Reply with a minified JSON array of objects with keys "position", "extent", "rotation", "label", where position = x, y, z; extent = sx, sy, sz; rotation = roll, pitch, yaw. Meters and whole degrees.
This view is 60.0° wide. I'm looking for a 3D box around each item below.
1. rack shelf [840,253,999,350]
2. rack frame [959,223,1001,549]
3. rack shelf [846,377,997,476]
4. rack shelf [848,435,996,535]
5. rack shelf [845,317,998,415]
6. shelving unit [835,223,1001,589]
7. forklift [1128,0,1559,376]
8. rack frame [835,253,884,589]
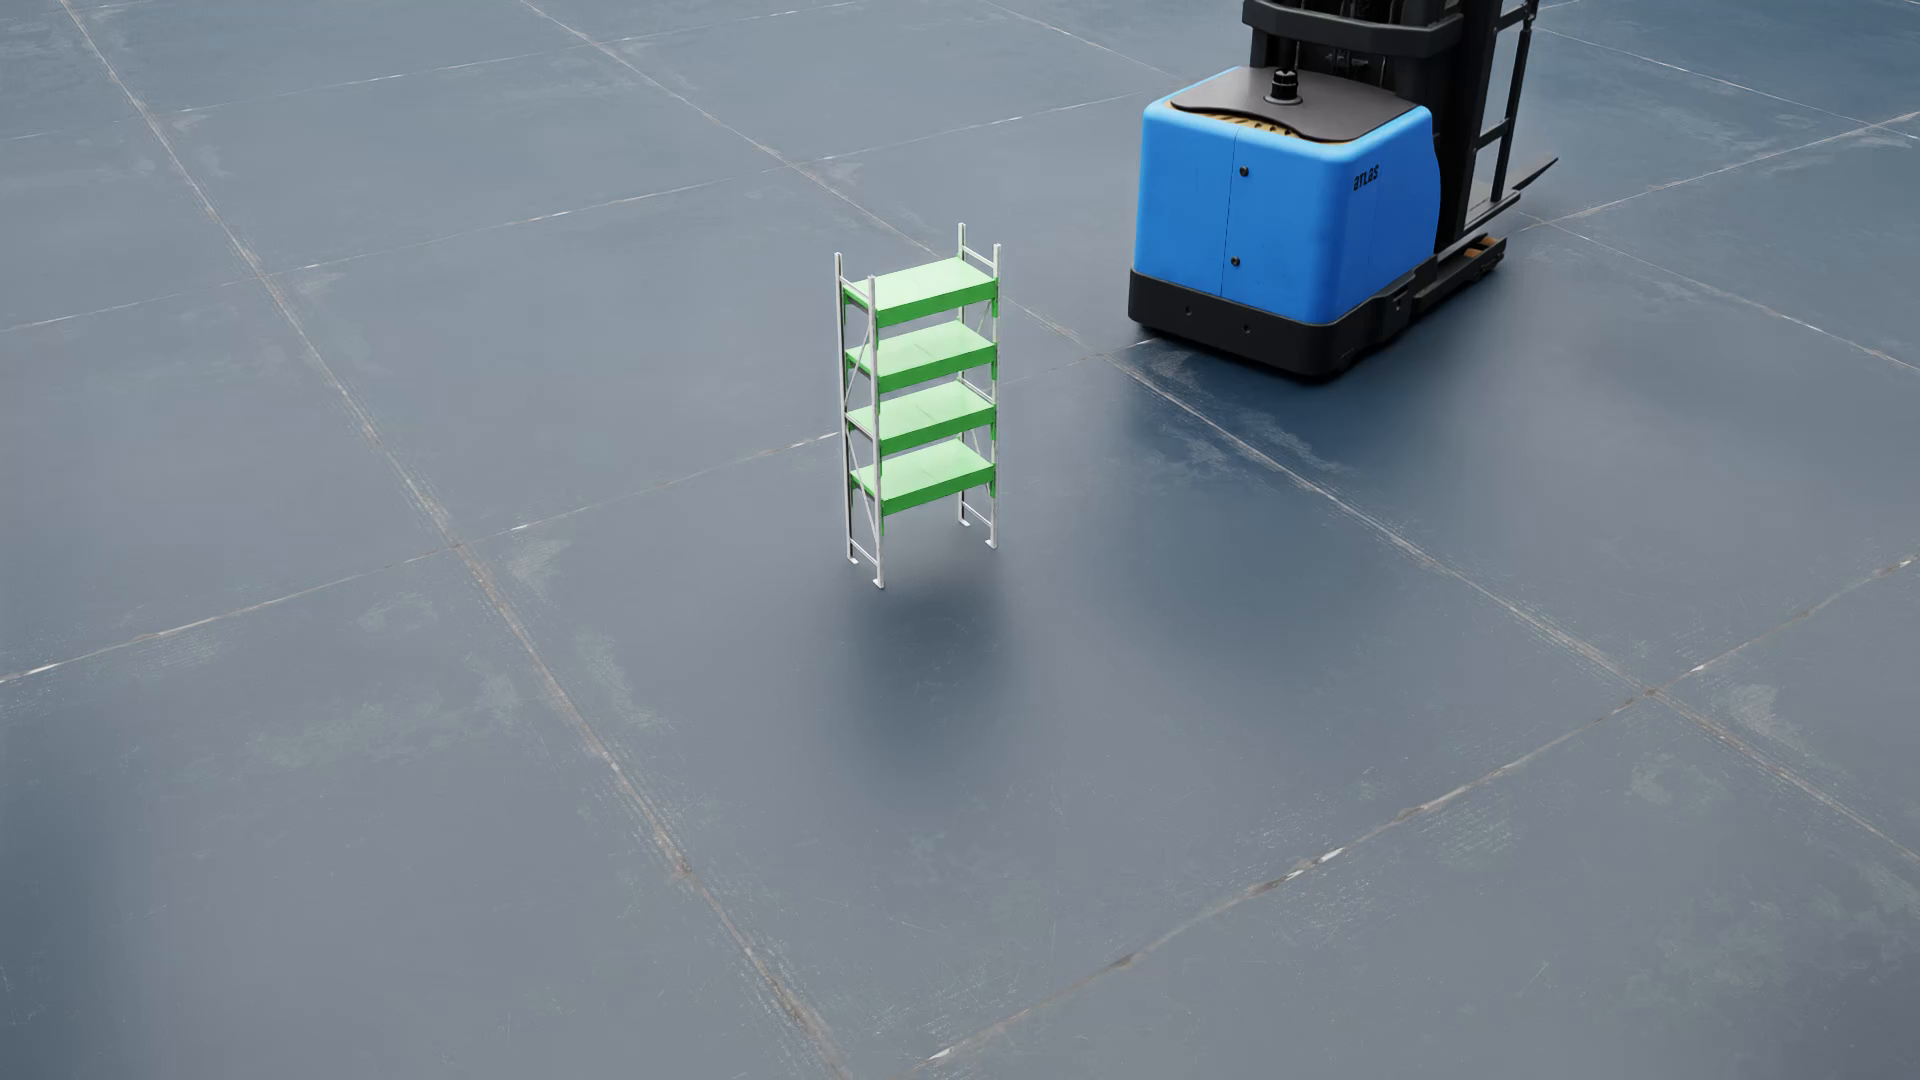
[{"position":[-0.139,-0.812,5.632],"extent":[0.480,0.148,0.258],"rotation":[-19,37,-27],"label":"rack shelf"},{"position":[0.066,-0.530,5.966],"extent":[0.015,1.200,0.240],"rotation":[-19,37,-27],"label":"rack frame"},{"position":[-0.139,-0.406,5.888],"extent":[0.480,0.148,0.258],"rotation":[-19,37,-27],"label":"rack shelf"},{"position":[-0.139,-0.203,6.016],"extent":[0.480,0.148,0.258],"rotation":[-19,37,-27],"label":"rack shelf"},{"position":[-0.139,-0.609,5.760],"extent":[0.480,0.148,0.258],"rotation":[-19,37,-27],"label":"rack shelf"},{"position":[-0.139,-0.460,5.854],"extent":[0.503,1.200,0.258],"rotation":[-19,37,-27],"label":"shelving unit"},{"position":[2.105,-2.673,7.741],"extent":[1.130,2.935,3.031],"rotation":[23,39,32],"label":"forklift"},{"position":[-0.344,-0.389,5.742],"extent":[0.015,1.200,0.240],"rotation":[-19,37,-27],"label":"rack frame"}]
